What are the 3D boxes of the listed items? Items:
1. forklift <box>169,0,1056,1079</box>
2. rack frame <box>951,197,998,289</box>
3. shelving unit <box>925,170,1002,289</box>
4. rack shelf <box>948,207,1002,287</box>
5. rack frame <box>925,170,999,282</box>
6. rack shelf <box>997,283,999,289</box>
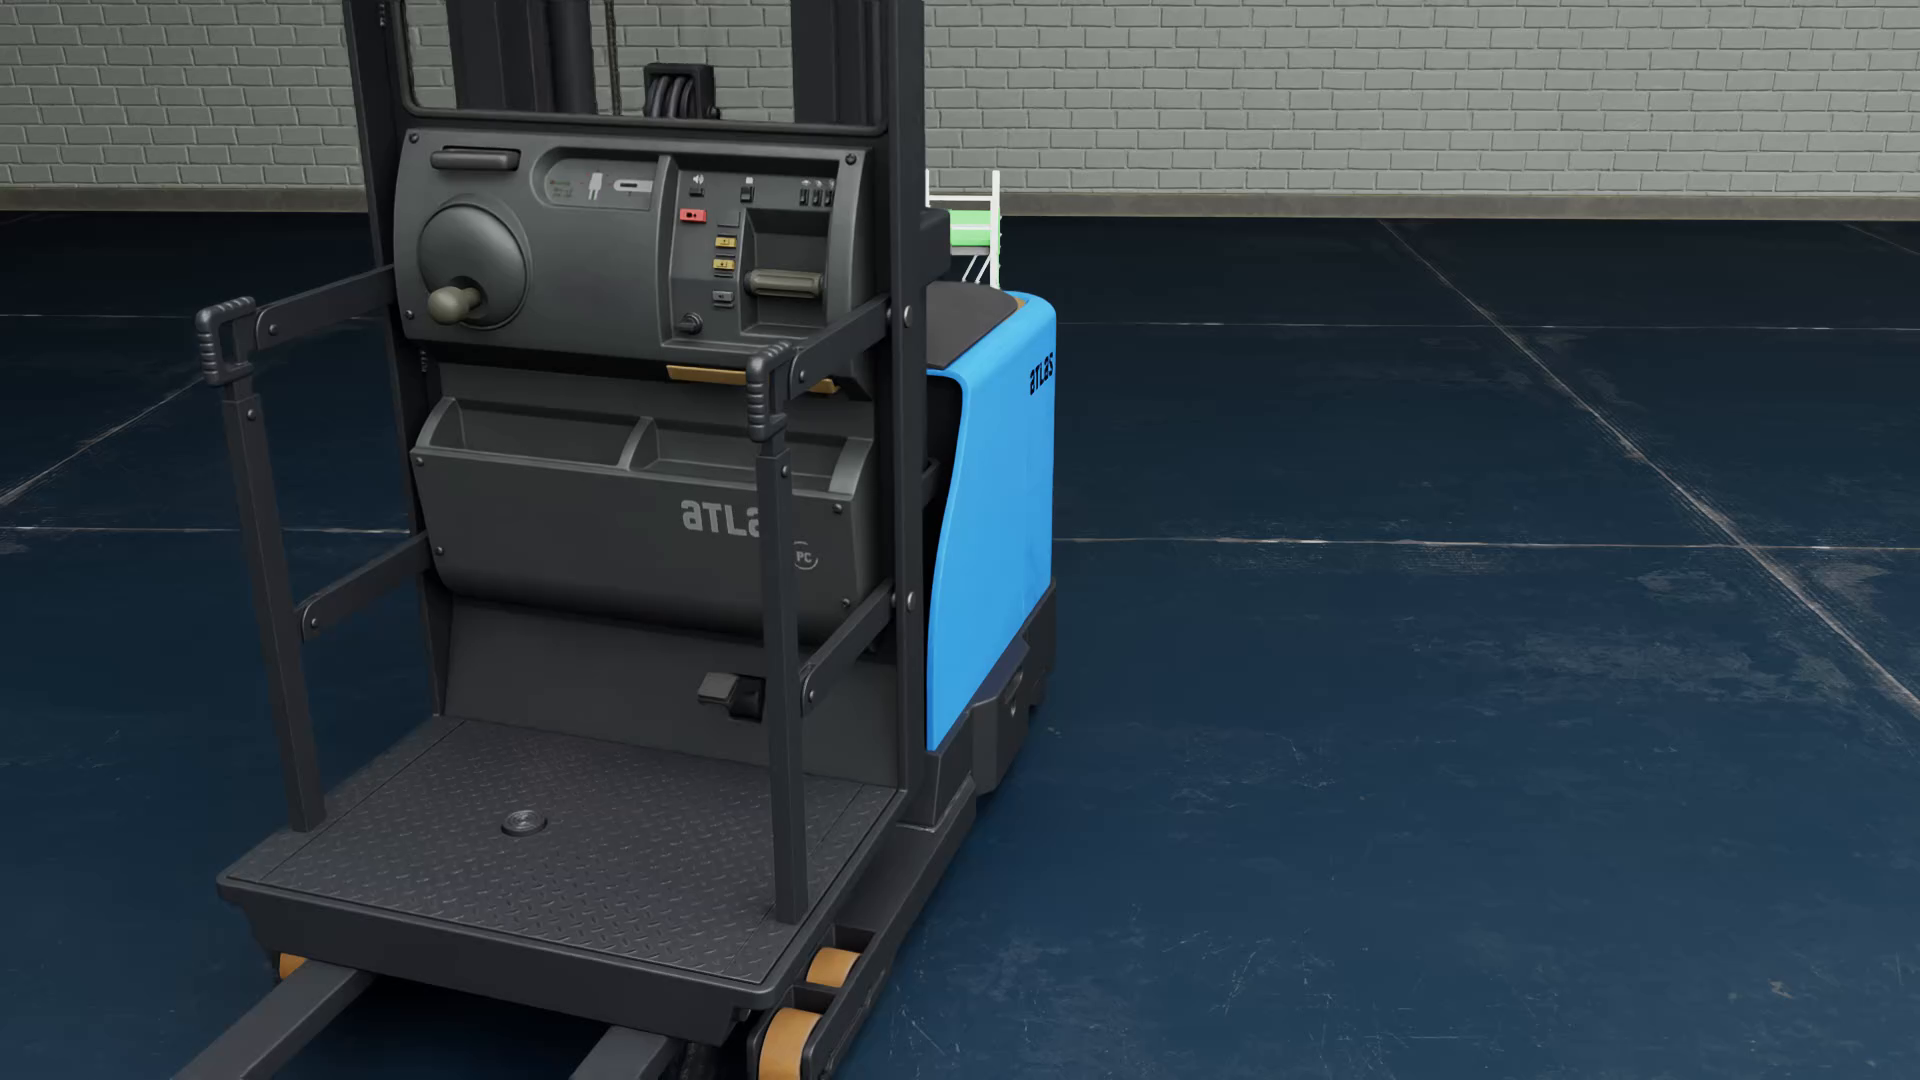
[{"bbox_3d":[-0.679,-0.529,2.839,1.130,2.935,3.031,7,22,16],"label":"forklift"},{"bbox_3d":[-0.012,-0.411,4.930,0.240,1.200,0.015,1,21,2],"label":"rack frame"},{"bbox_3d":[-0.005,-0.500,5.158,0.258,1.200,0.503,1,21,2],"label":"shelving unit"},{"bbox_3d":[-0.005,-0.887,5.007,0.258,0.148,0.480,1,21,2],"label":"rack shelf"},{"bbox_3d":[0.002,-0.588,5.385,0.240,1.200,0.015,1,21,2],"label":"rack frame"},{"bbox_3d":[-0.005,-0.664,5.094,0.258,0.148,0.480,1,21,2],"label":"rack shelf"}]
